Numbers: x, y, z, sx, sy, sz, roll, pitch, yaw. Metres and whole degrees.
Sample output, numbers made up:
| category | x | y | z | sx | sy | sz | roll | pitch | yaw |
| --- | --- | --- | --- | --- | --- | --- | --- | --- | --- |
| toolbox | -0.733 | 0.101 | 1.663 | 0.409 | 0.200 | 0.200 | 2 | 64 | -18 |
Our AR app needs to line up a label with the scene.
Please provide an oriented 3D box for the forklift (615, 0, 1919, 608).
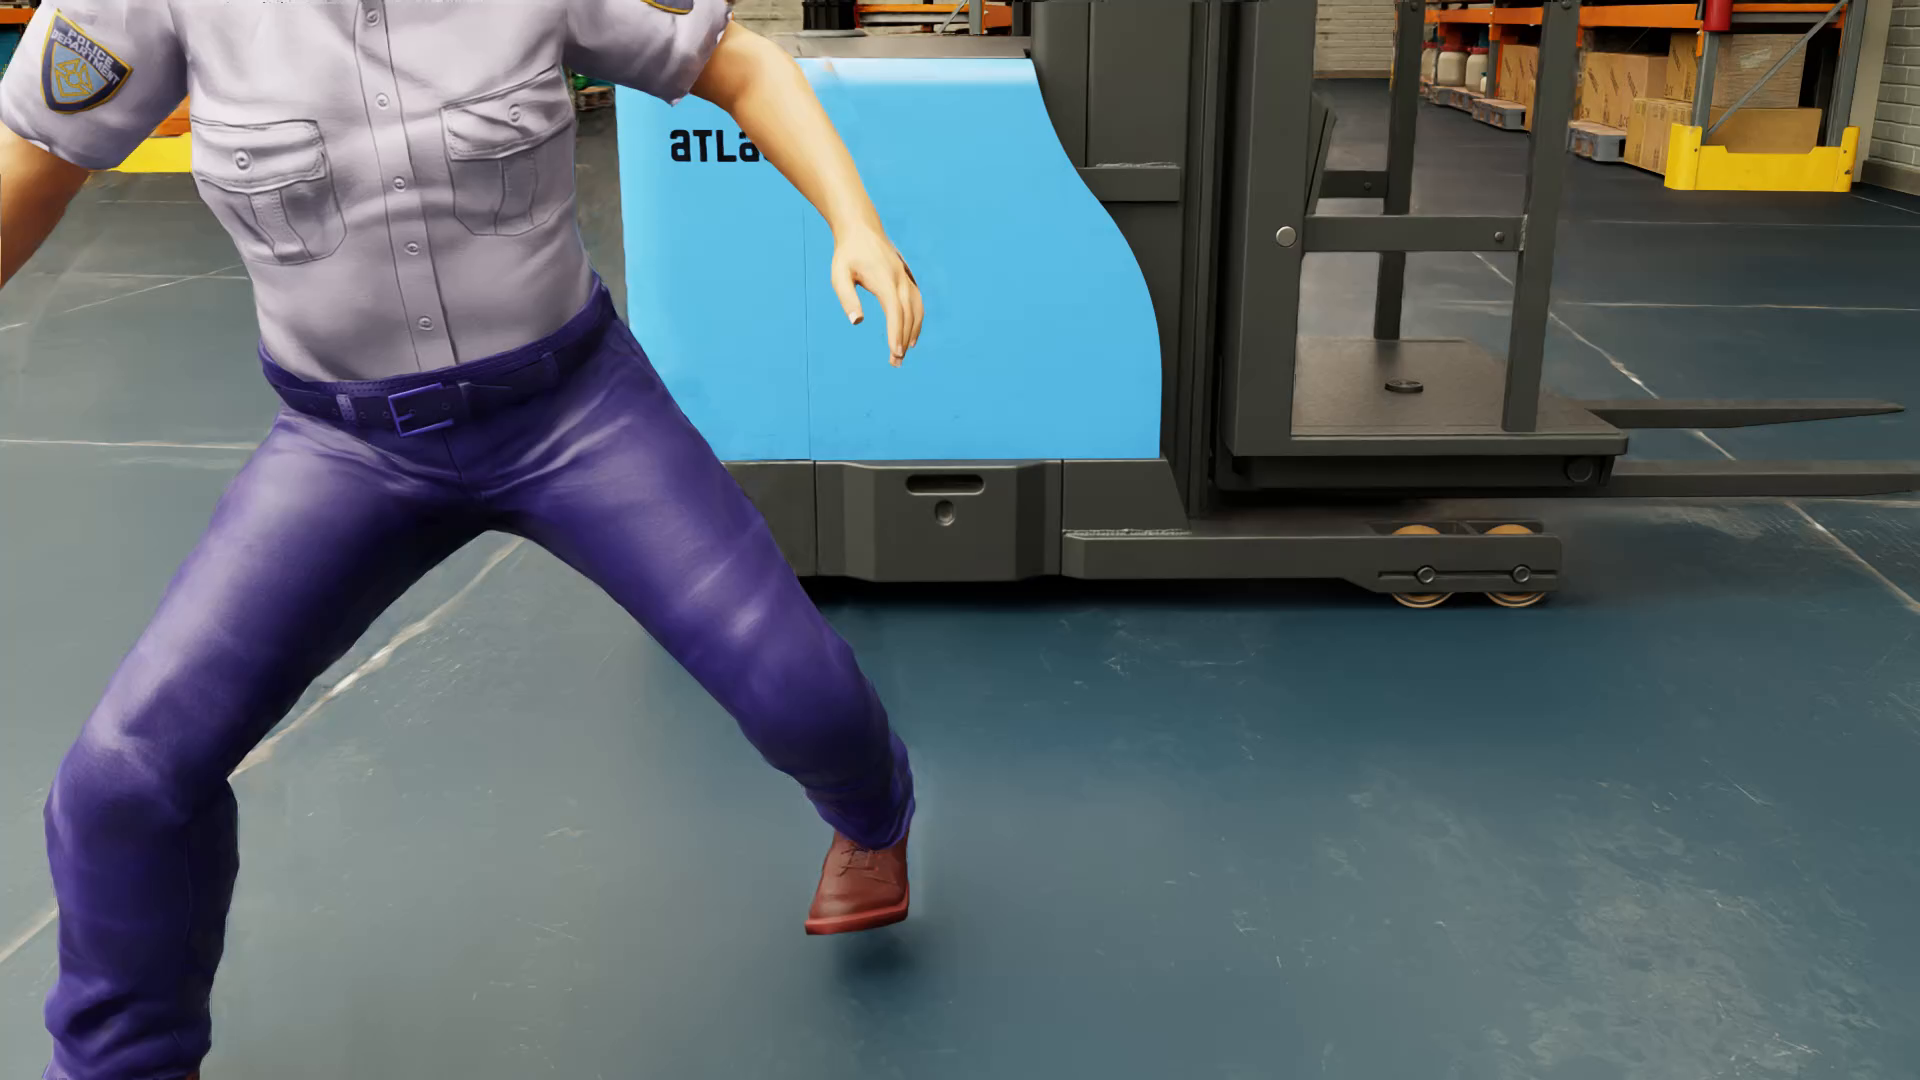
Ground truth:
| category | x | y | z | sx | sy | sz | roll | pitch | yaw |
| --- | --- | --- | --- | --- | --- | --- | --- | --- | --- |
| forklift | 0.838 | -1.419 | 3.452 | 3.031 | 2.935 | 1.130 | 0 | 18 | -1 |

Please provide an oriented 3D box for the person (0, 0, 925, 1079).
| category | x | y | z | sx | sy | sz | roll | pitch | yaw |
| --- | --- | --- | --- | --- | --- | --- | --- | --- | --- |
| person | -0.575 | -0.076 | 1.742 | 1.125 | 1.578 | 0.526 | -3 | 18 | -11 |
